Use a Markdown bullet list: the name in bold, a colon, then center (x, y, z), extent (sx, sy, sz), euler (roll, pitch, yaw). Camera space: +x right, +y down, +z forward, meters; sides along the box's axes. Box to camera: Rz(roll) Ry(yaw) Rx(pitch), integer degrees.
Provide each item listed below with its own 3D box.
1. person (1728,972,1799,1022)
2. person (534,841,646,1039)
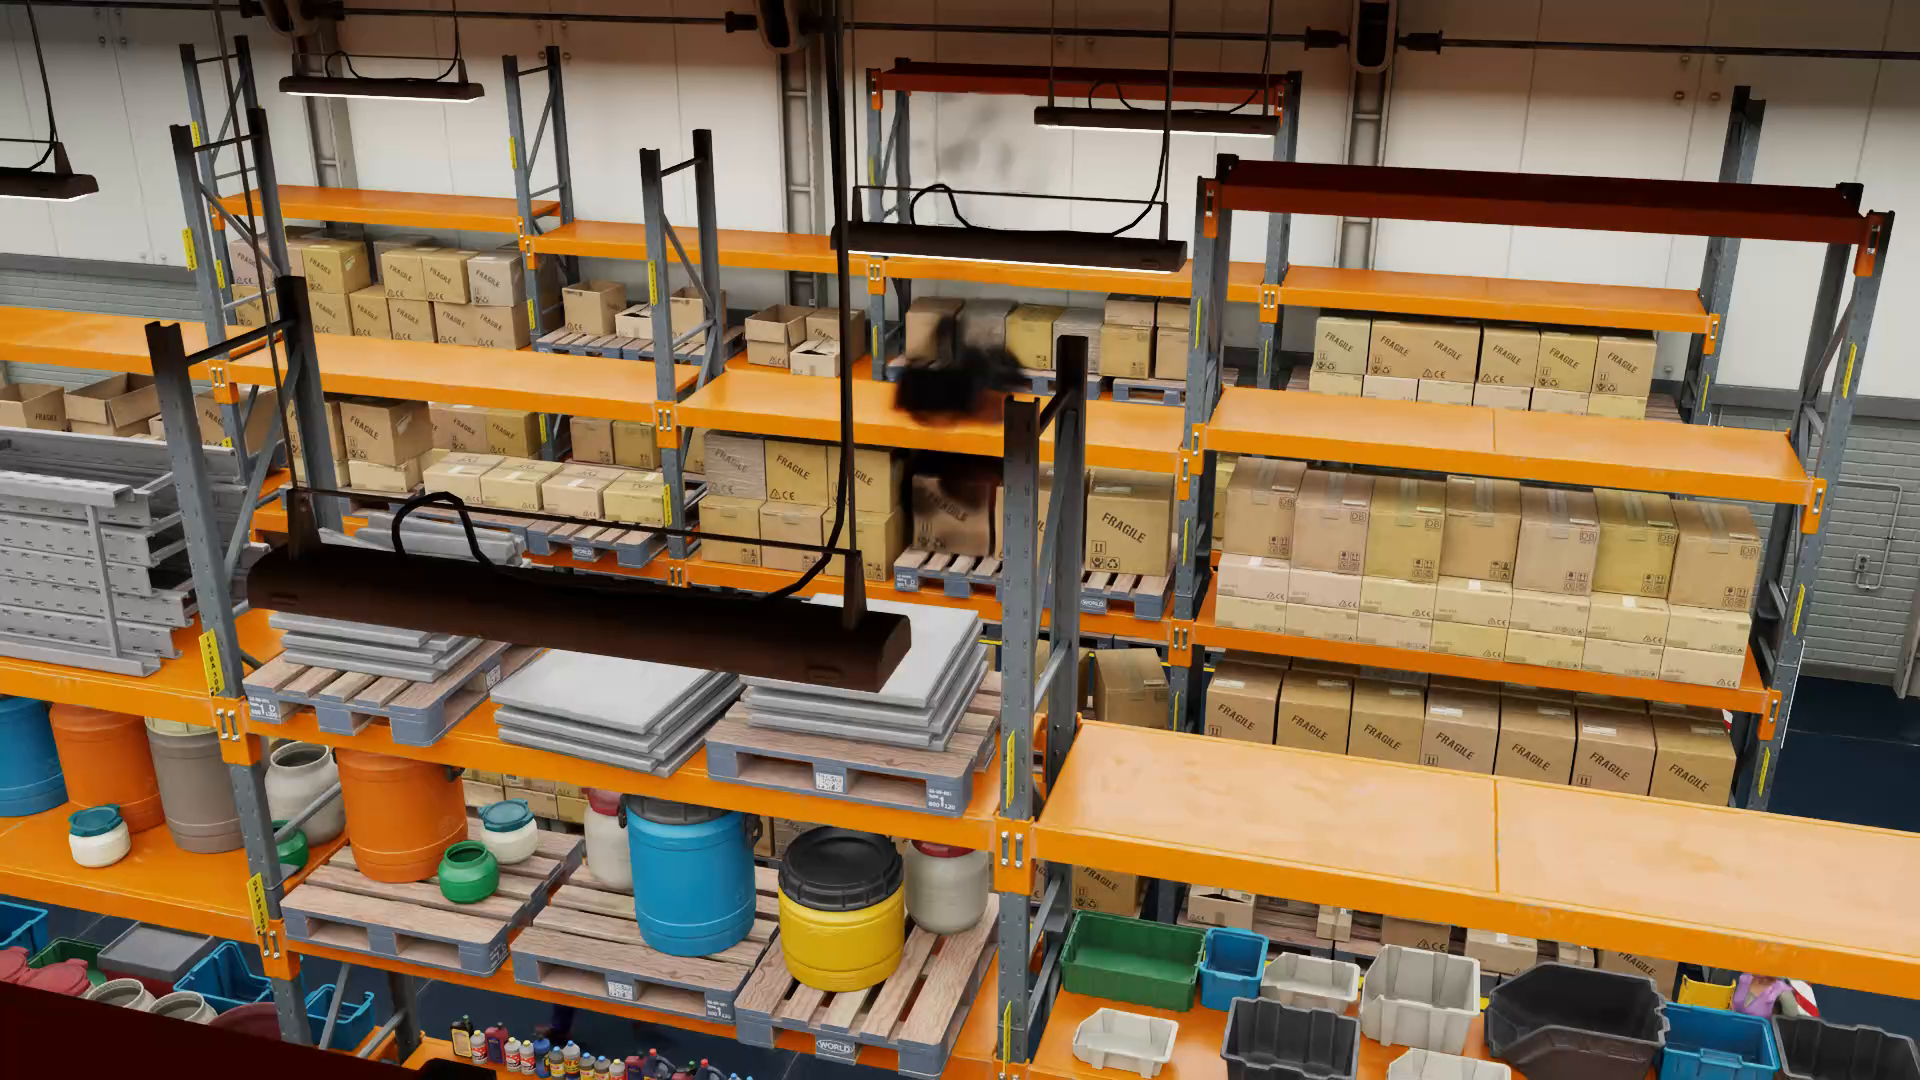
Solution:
- **person**: center (5.110, 3.310, 10.736), extent (0.677, 1.588, 0.588), euler (-11, 25, -25)
- **person**: center (-2.628, 2.842, 11.764), extent (0.941, 1.620, 0.607), euler (4, 23, 11)
